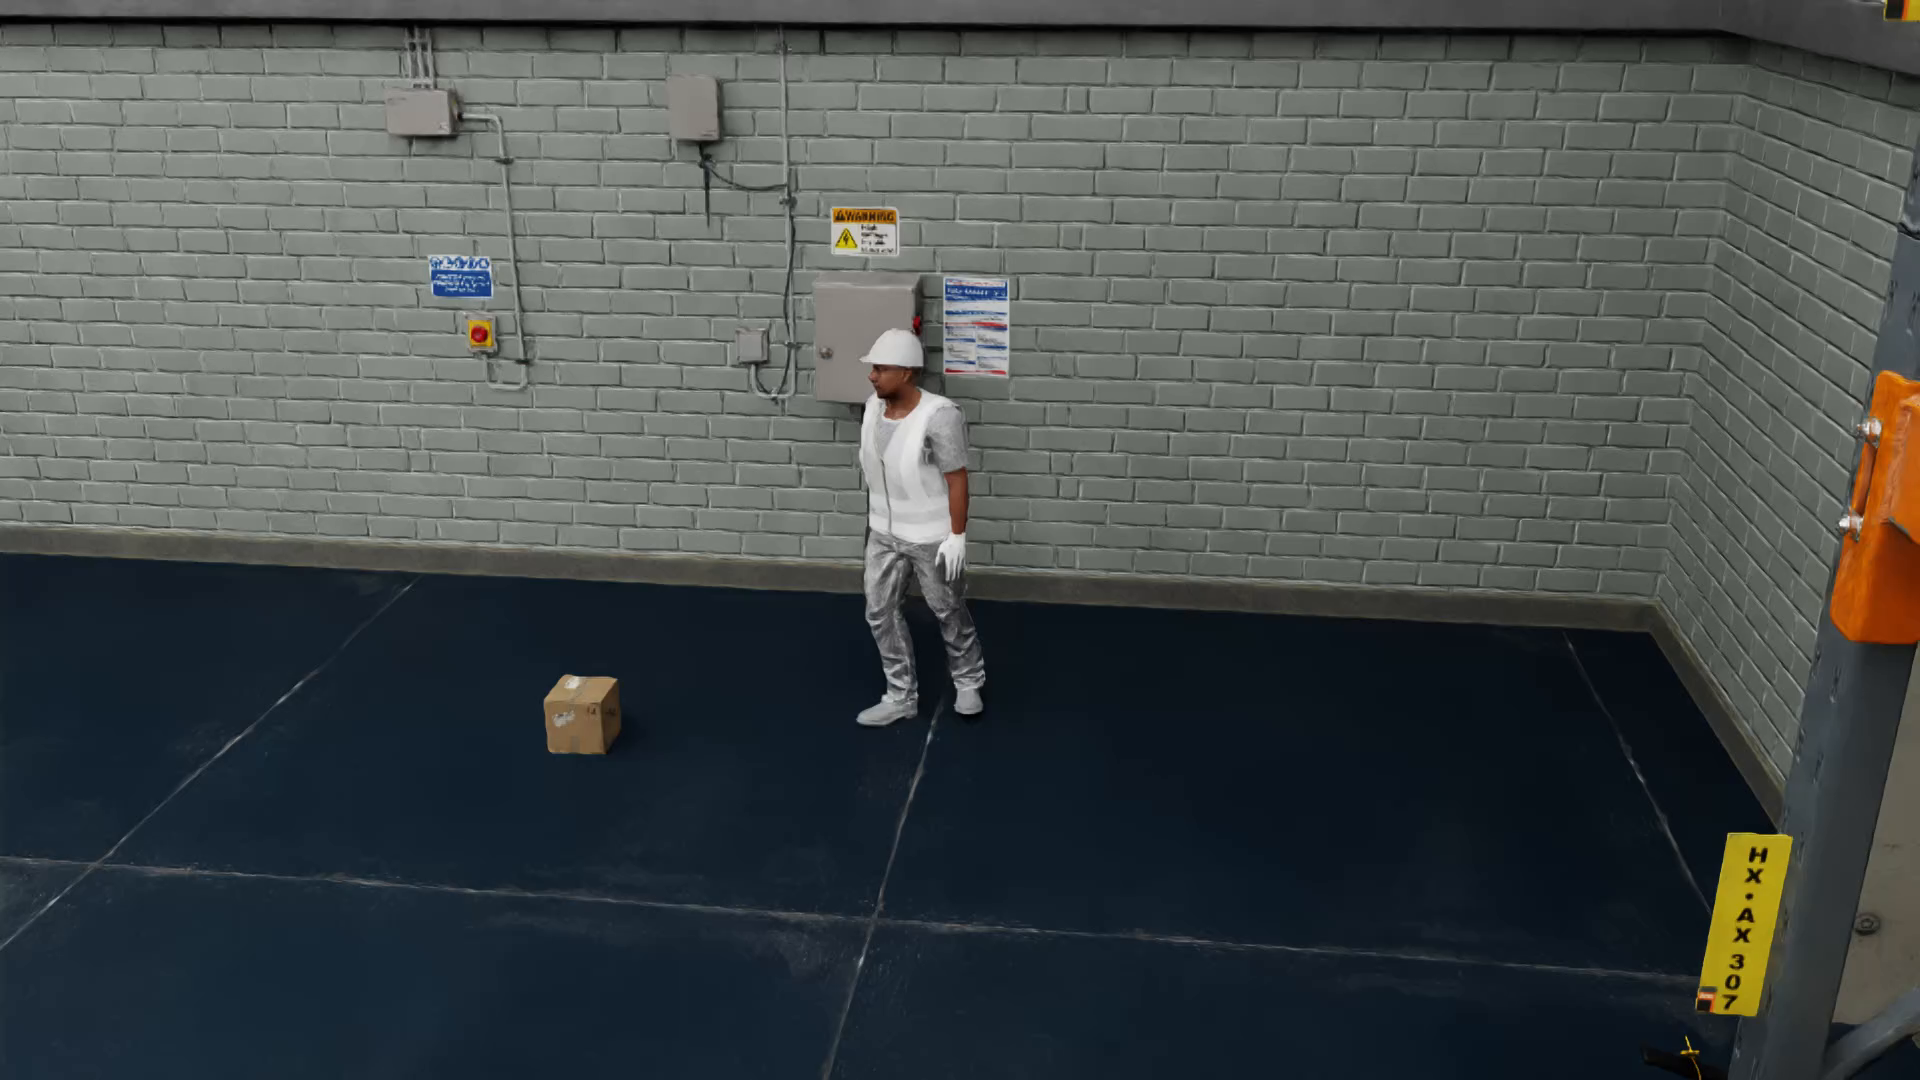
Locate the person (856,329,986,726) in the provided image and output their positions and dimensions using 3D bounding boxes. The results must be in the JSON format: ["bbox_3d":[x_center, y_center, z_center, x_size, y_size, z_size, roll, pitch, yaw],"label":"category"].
[{"bbox_3d":[-0.173,-0.048,7.186,0.585,1.776,0.587,17,27,37],"label":"person"}]
